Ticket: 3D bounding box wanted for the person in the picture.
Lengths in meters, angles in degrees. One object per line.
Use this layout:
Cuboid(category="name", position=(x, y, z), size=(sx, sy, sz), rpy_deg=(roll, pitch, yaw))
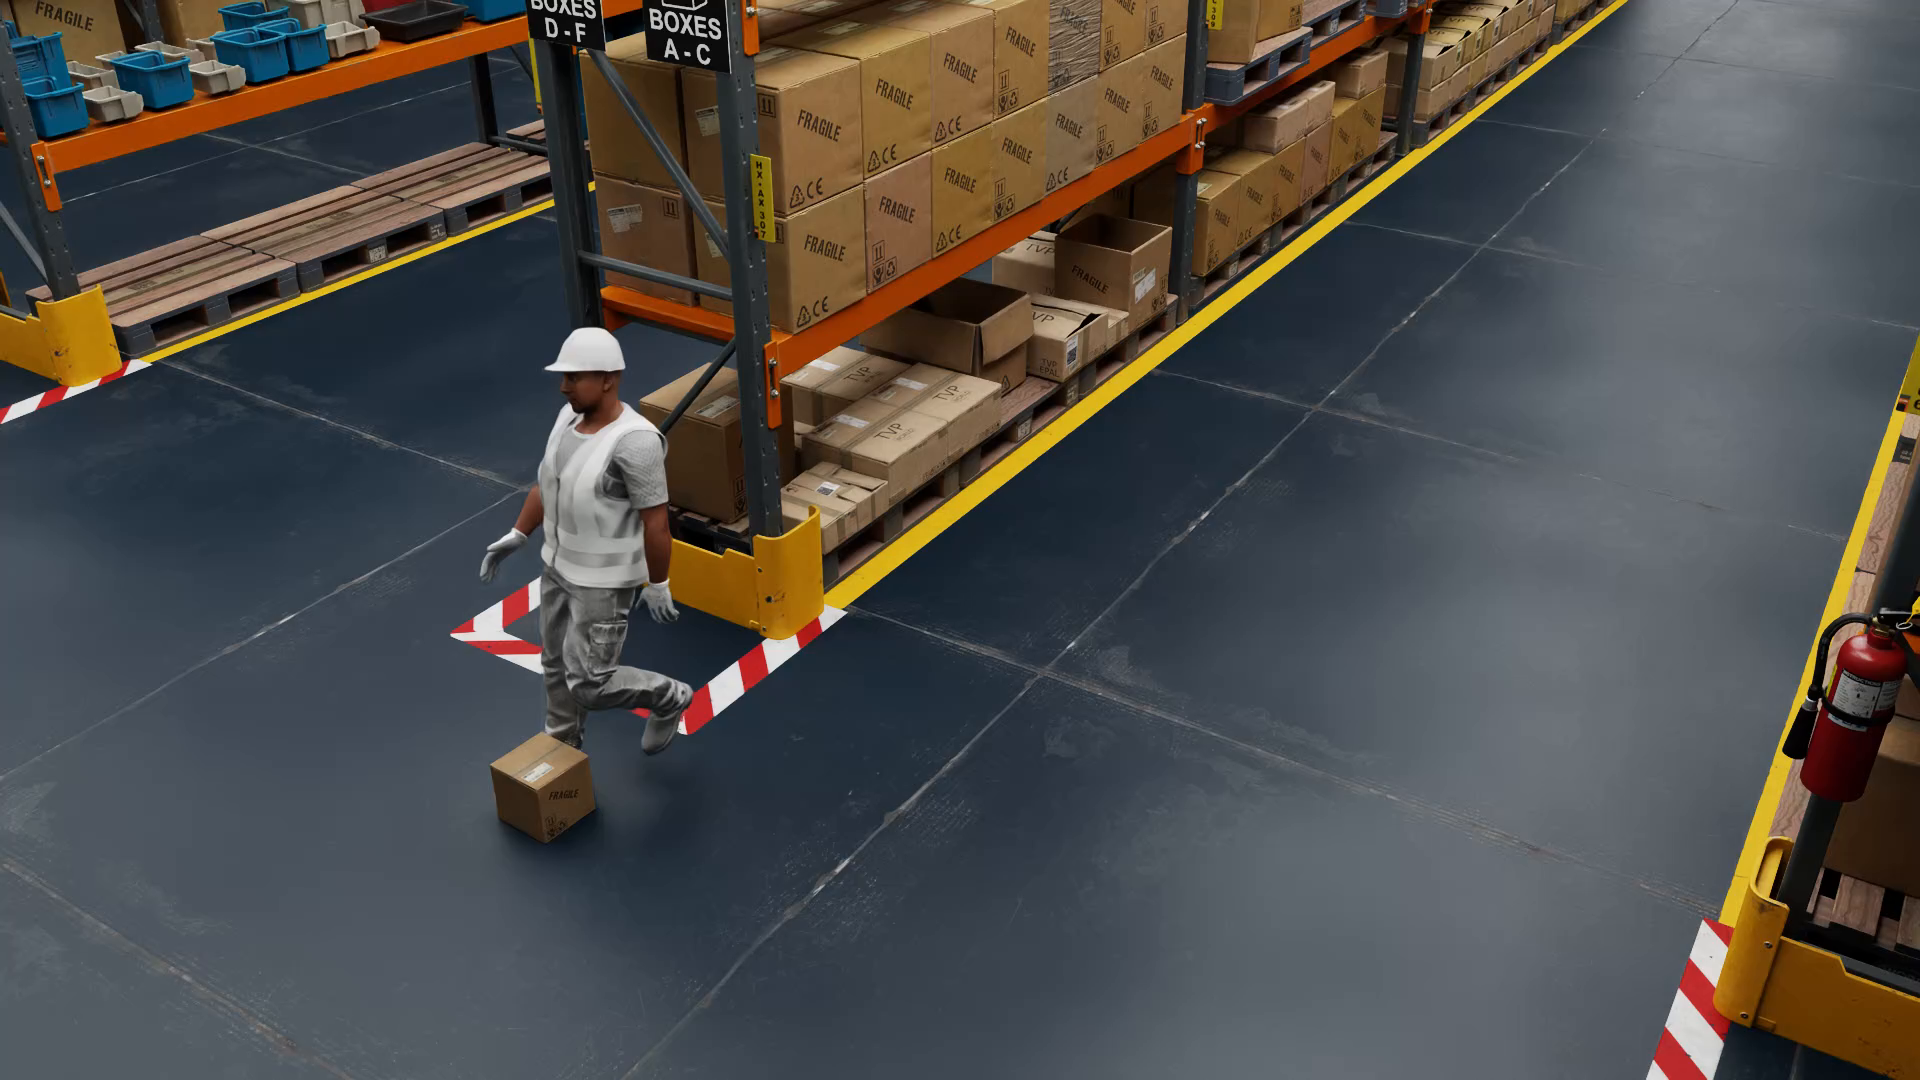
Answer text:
Cuboid(category="person", position=(-1.375, 0.135, 5.891), size=(0.771, 1.742, 0.620), rpy_deg=(-23, 38, -34))
